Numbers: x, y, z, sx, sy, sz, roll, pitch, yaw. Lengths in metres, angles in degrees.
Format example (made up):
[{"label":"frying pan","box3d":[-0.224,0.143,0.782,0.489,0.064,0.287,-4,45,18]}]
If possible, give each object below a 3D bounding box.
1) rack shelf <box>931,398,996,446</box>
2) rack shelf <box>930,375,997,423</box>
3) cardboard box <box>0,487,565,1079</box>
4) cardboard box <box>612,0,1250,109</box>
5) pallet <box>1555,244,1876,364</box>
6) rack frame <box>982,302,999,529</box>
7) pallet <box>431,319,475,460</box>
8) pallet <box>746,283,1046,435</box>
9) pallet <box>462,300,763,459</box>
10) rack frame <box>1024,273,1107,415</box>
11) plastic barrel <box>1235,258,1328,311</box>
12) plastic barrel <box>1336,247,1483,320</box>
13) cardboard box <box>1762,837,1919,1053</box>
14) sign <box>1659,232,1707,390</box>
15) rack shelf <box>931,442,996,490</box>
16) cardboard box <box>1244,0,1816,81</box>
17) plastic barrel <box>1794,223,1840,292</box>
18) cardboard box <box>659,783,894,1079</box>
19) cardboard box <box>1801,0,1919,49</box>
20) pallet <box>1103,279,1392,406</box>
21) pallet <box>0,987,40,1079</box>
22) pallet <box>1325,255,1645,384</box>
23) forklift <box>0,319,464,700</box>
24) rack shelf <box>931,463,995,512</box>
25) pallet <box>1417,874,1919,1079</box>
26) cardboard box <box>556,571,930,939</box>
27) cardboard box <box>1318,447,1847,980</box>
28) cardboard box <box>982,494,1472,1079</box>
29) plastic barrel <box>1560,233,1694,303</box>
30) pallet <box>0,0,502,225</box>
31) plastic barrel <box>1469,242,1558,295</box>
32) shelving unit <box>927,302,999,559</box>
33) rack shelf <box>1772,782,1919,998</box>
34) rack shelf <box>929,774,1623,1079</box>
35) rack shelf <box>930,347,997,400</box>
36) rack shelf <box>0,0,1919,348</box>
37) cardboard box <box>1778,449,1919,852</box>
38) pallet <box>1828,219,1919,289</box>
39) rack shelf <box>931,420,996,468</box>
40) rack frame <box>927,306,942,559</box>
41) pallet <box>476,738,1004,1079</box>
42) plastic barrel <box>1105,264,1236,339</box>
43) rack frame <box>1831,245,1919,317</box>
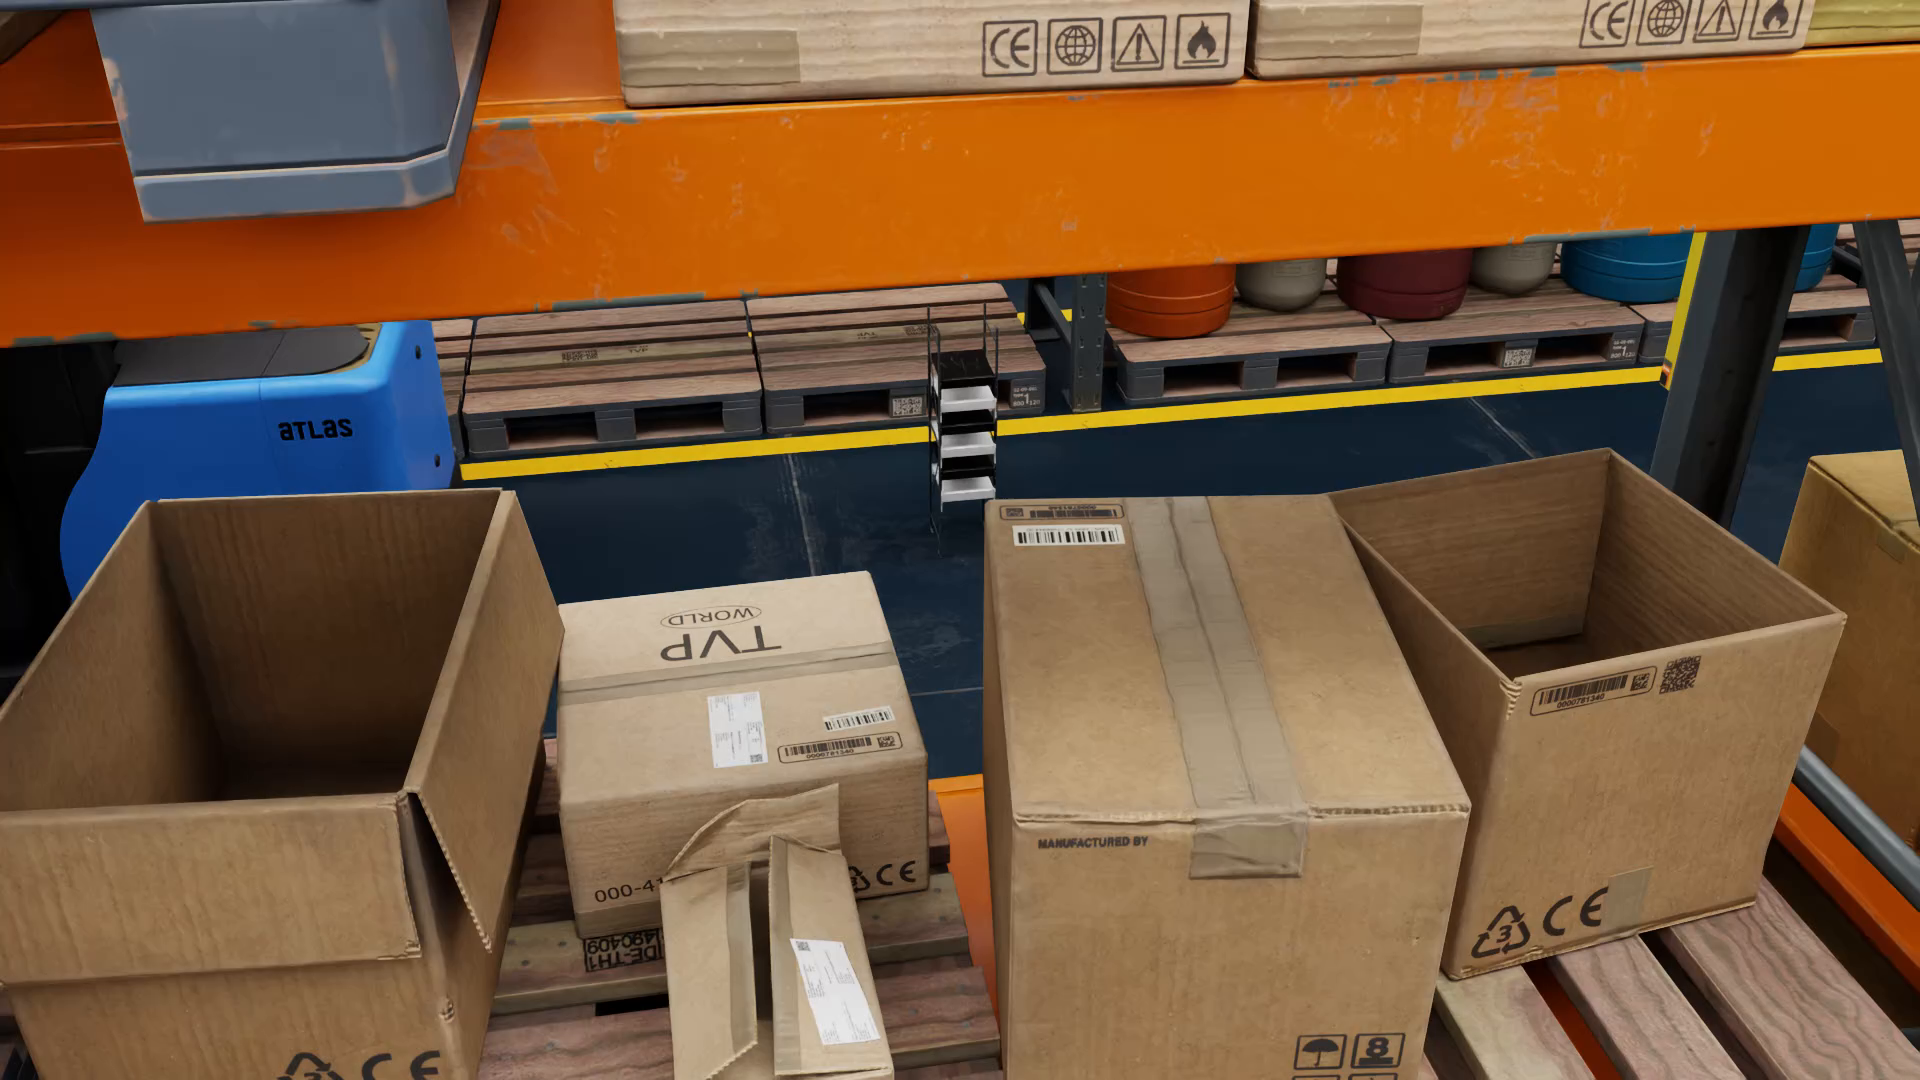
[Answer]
[{"label":"rack shelf","box3d":[0.008,-0.437,5.994,0.200,0.077,0.258,-5,31,-9]},{"label":"rack shelf","box3d":[0.008,-0.515,5.949,0.200,0.077,0.258,-5,31,-9]},{"label":"cardboard box","box3d":[-0.895,0.317,2.236,0.637,0.503,0.797,-2,31,-4]},{"label":"cardboard box","box3d":[-0.052,-0.585,1.473,0.500,0.250,0.500,-4,31,-8]},{"label":"pallet","box3d":[3.627,-1.201,8.085,1.213,0.211,1.003,-5,31,-9]},{"label":"rack frame","box3d":[0.108,-0.398,6.039,0.006,0.900,0.240,-5,31,-9]},{"label":"pallet","box3d":[-2.710,-0.612,7.082,1.213,0.211,1.003,-5,31,-9]},{"label":"pallet","box3d":[-0.310,-0.834,7.461,1.213,0.211,1.003,-5,31,-9]},{"label":"pallet","box3d":[-1.507,-0.725,7.274,1.213,0.211,1.003,-5,31,-9]},{"label":"rack frame","box3d":[0.459,-2.088,6.841,0.127,3.000,1.000,-5,31,-9]},{"label":"plastic barrel","box3d":[1.477,-1.346,7.619,0.421,0.512,0.421,0,30,0]},{"label":"plastic barrel","box3d":[2.048,-1.386,7.612,0.708,0.588,0.600,-5,31,-9]},{"label":"cardboard box","box3d":[2.034,1.064,3.163,0.875,0.875,1.225,-7,31,-11]},{"label":"sign","box3d":[1.248,-0.394,2.818,0.005,0.325,0.100,-5,31,-9]},{"label":"rack shelf","box3d":[0.008,-0.282,6.086,0.200,0.077,0.258,-5,31,-9]},{"label":"cardboard box","box3d":[0.442,-0.629,1.549,0.500,0.250,0.500,-5,31,-9]},{"label":"plastic barrel","box3d":[3.856,-1.688,7.818,0.708,0.901,0.600,-5,31,-9]},{"label":"cardboard box","box3d":[-0.240,0.545,2.081,0.258,0.266,0.396,-6,31,-10]},{"label":"cardboard box","box3d":[0.928,-0.681,1.638,0.500,0.250,0.500,-5,31,-9]},{"label":"pallet","box3d":[1.227,-0.979,7.706,1.213,0.211,1.003,-5,31,-9]},{"label":"pallet","box3d":[-1.805,0.832,2.065,1.213,0.211,1.003,-5,31,-9]},{"label":"pallet","box3d":[2.425,-1.088,7.892,1.213,0.211,1.003,-5,31,-9]},{"label":"forklift","box3d":[-3.283,-0.962,4.994,3.031,2.935,1.130,-4,31,-7]},{"label":"rack shelf","box3d":[0.008,-0.205,6.131,0.200,0.077,0.258,-5,31,-9]},{"label":"pallet","box3d":[0.669,0.582,2.489,1.003,0.211,1.213,-5,31,-9]},{"label":"cardboard box","box3d":[-0.339,0.304,2.508,0.500,0.250,0.500,-6,31,-10]},{"label":"cardboard box","box3d":[0.827,0.227,2.392,0.500,0.500,0.500,-9,32,-15]},{"label":"cardboard box","box3d":[0.296,0.328,2.221,0.500,0.500,0.700,-1,30,-2]},{"label":"plastic barrel","box3d":[3.159,-1.624,7.708,0.708,0.901,0.600,-5,31,-9]},{"label":"pallet","box3d":[-0.937,-0.565,1.477,1.003,0.211,1.213,-5,31,-9]},{"label":"plastic barrel","box3d":[2.587,-1.449,7.795,0.421,0.512,0.421,0,30,0]},{"label":"shelving unit","box3d":[0.008,-0.389,6.023,0.210,0.900,0.258,-5,31,-9]},{"label":"rack shelf","box3d":[3.319,0.509,3.135,4.000,0.370,1.077,-5,31,-9]},{"label":"rack shelf","box3d":[-0.616,0.874,2.514,4.000,0.370,1.077,-5,31,-9]},{"label":"rack shelf","box3d":[0.008,-0.593,5.903,0.200,0.077,0.258,-5,31,-9]},{"label":"rack shelf","box3d":[-0.616,-0.419,1.753,4.000,0.370,1.077,-5,31,-9]},{"label":"cardboard box","box3d":[1.792,0.170,2.903,0.500,0.500,0.500,-4,31,-7]},{"label":"pallet","box3d":[5.110,-1.337,8.316,1.213,0.211,1.003,-5,31,-9]},{"label":"rack shelf","box3d":[0.008,-0.360,6.040,0.200,0.077,0.258,-5,31,-9]},{"label":"rack frame","box3d":[-0.092,-0.379,6.007,0.006,0.900,0.240,-5,31,-9]},{"label":"pallet","box3d":[-0.589,0.665,2.348,1.213,0.211,1.003,-5,31,-9]},{"label":"plastic barrel","box3d":[0.937,-1.387,7.375,0.708,0.830,0.600,-5,31,-9]},{"label":"rack frame","box3d":[4.394,-2.453,7.462,0.127,3.000,1.000,-5,31,-9]}]
